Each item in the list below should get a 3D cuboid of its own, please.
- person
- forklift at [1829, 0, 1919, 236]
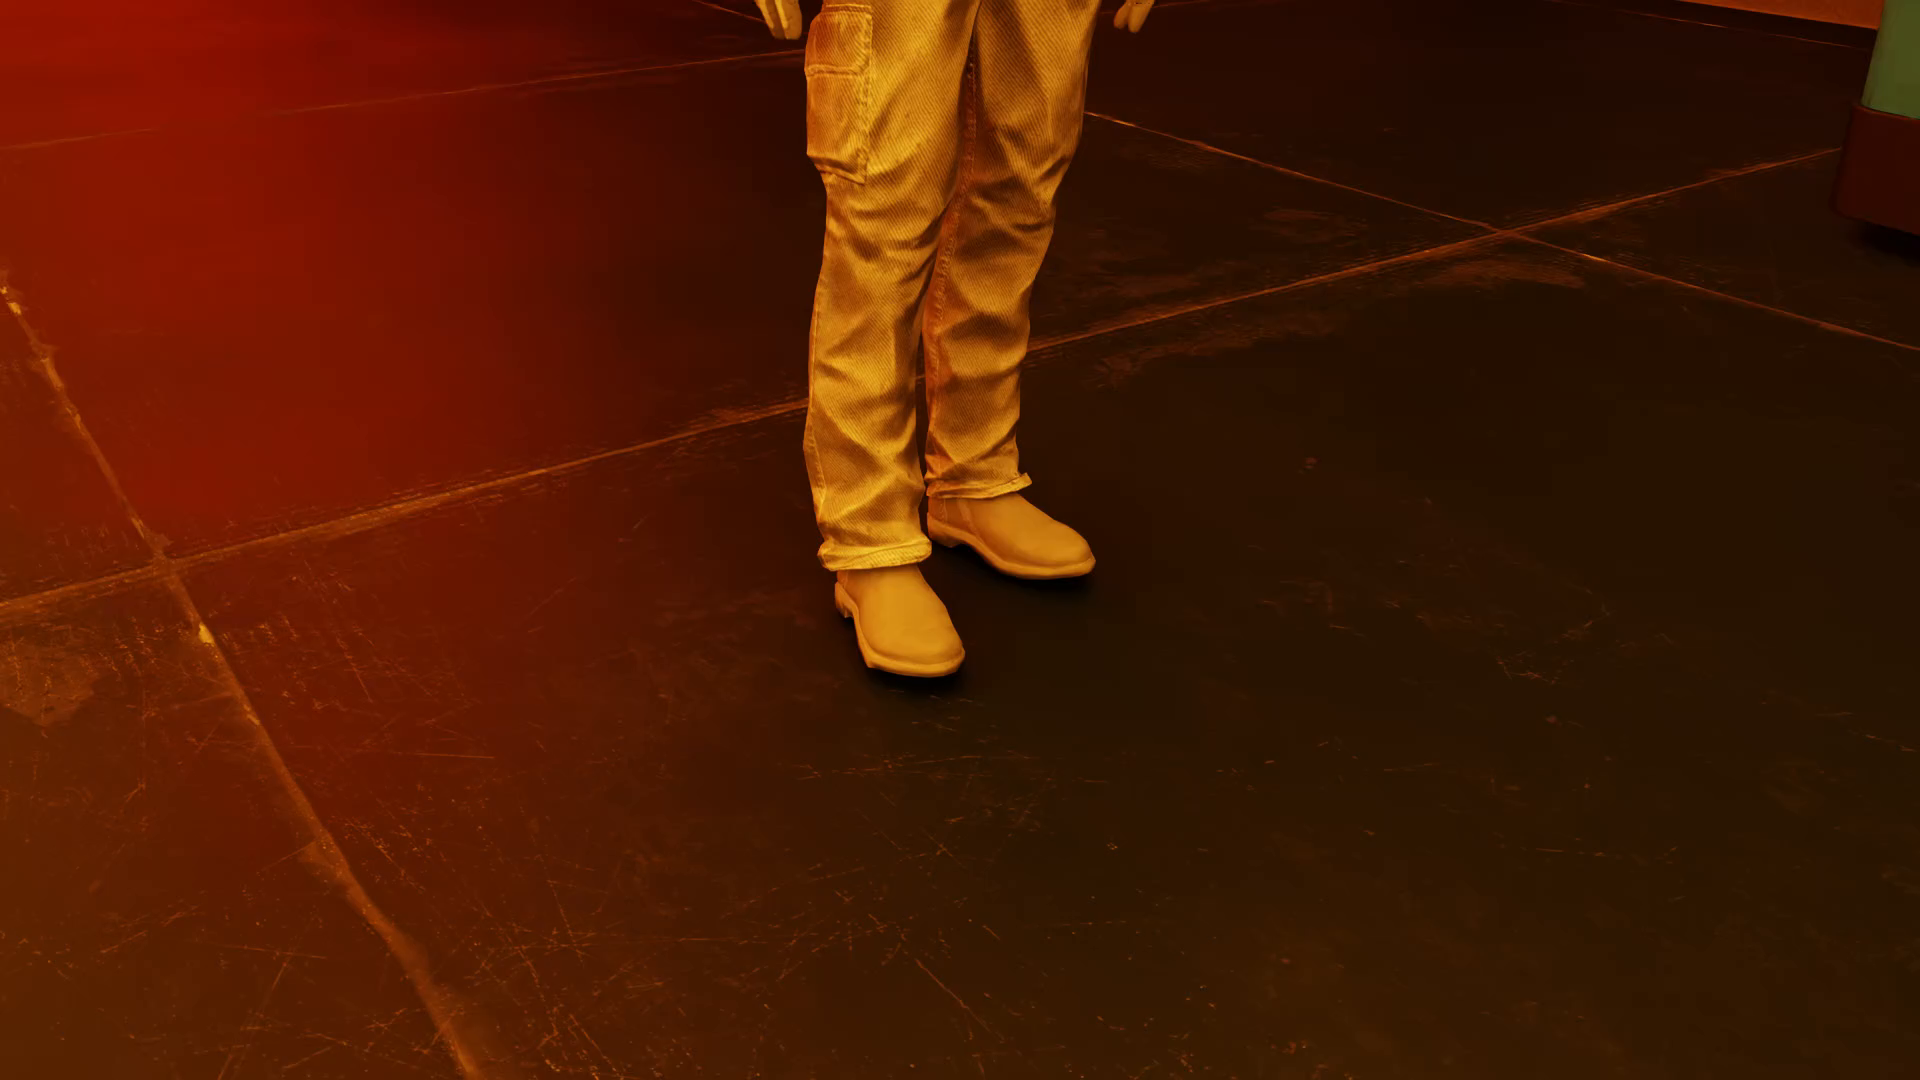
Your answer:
[{"bbox_3d":[0.035,-0.774,2.040,0.656,1.784,0.575,-17,31,-31],"label":"person"},{"bbox_3d":[3.572,-2.139,3.495,3.031,2.935,1.130,-13,30,-25],"label":"forklift"}]
